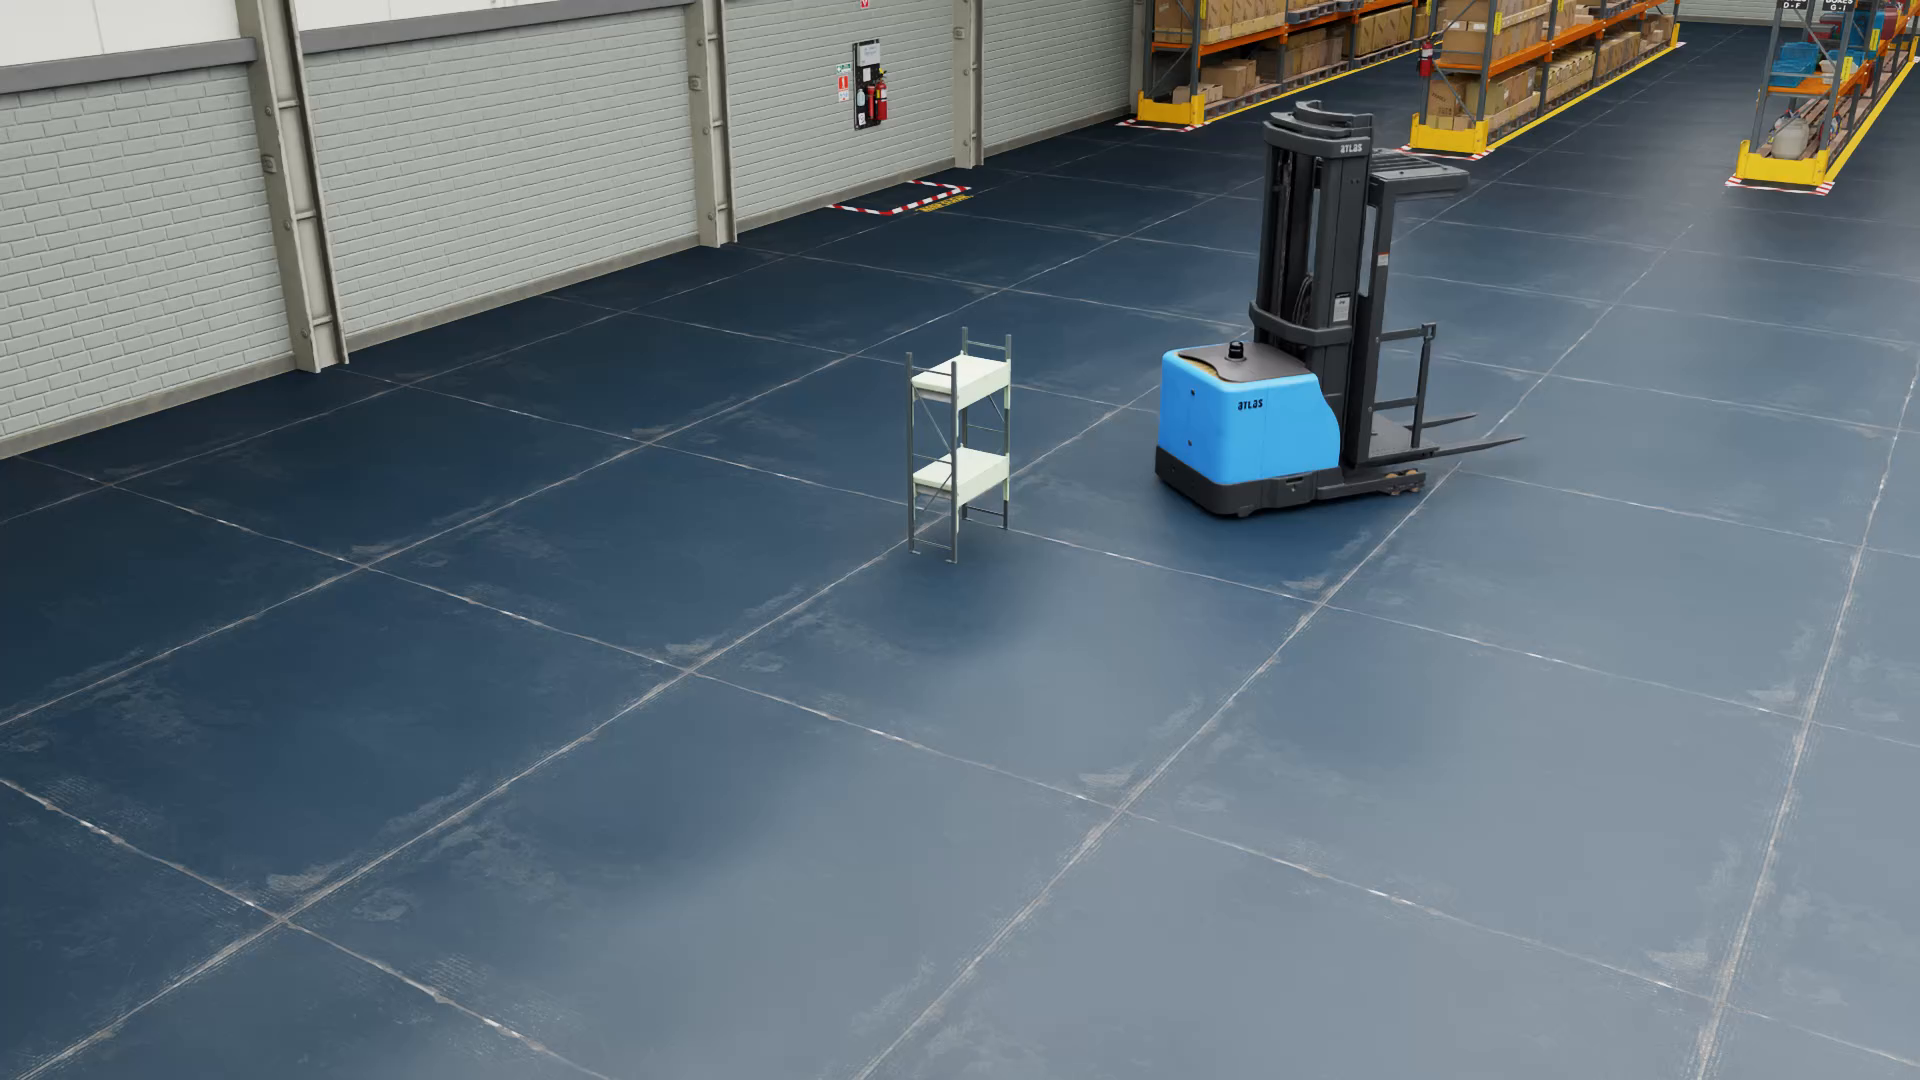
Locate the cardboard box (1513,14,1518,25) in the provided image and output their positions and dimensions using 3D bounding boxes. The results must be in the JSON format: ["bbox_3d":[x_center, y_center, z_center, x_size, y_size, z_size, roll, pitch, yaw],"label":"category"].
[{"bbox_3d":[8.938,-8.562,27.310,0.380,0.149,0.250,13,27,28],"label":"cardboard box"}]

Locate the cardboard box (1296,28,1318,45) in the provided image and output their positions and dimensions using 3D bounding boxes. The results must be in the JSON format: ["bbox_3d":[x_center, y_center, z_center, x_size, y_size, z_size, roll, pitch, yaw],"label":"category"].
[{"bbox_3d":[6.924,-10.224,33.740,0.500,0.250,0.500,14,27,29],"label":"cardboard box"}]

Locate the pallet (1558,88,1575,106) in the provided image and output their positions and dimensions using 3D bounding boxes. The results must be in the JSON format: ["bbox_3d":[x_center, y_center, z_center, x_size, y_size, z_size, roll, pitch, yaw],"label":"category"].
[{"bbox_3d":[10.979,-8.436,31.472,1.003,0.211,1.213,14,27,29],"label":"pallet"}]

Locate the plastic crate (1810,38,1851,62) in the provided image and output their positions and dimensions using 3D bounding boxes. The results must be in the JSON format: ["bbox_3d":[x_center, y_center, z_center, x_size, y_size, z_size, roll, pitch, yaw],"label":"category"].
[{"bbox_3d":[13.802,-7.828,26.635,0.767,0.338,0.504,14,27,29],"label":"plastic crate"}]

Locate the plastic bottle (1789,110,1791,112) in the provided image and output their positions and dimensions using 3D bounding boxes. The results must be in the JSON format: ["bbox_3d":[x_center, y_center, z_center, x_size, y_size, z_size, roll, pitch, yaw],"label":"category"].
[{"bbox_3d":[13.646,-6.941,27.388,0.097,0.271,0.097,0,23,0],"label":"plastic bottle"}]

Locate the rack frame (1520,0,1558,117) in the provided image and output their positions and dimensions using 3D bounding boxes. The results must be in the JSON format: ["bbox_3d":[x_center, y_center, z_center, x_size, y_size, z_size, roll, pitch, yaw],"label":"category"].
[{"bbox_3d":[9.980,-9.046,29.370,1.000,3.000,0.127,14,27,29],"label":"rack frame"}]

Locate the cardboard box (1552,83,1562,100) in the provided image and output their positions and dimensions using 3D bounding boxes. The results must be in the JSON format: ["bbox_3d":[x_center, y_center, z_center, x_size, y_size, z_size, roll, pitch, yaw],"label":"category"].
[{"bbox_3d":[10.674,-8.233,30.425,0.500,0.250,0.500,15,27,30],"label":"cardboard box"}]

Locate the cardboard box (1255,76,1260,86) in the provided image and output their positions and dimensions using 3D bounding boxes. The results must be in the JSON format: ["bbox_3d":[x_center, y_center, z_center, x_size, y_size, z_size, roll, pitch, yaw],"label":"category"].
[{"bbox_3d":[5.513,-8.798,31.809,0.380,0.166,0.250,10,25,22],"label":"cardboard box"}]

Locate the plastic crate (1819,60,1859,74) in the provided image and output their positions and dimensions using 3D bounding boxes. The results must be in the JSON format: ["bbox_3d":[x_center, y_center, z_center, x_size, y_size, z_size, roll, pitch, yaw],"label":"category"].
[{"bbox_3d":[13.545,-7.284,25.633,0.530,0.136,0.437,14,27,29],"label":"plastic crate"}]

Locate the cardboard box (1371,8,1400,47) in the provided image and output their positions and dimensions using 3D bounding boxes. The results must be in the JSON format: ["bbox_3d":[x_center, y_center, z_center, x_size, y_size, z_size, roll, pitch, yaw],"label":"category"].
[{"bbox_3d":[9.291,-11.442,37.082,0.750,0.750,0.750,15,27,31],"label":"cardboard box"}]

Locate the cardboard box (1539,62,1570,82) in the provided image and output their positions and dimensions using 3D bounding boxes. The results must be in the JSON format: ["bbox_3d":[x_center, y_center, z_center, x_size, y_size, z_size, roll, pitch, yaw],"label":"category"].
[{"bbox_3d":[10.951,-8.664,30.715,0.500,0.311,0.500,13,27,27],"label":"cardboard box"}]

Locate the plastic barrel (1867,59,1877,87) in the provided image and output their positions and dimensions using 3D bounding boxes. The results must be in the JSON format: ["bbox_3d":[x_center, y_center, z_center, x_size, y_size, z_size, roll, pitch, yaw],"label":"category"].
[{"bbox_3d":[17.136,-8.993,31.754,0.600,0.588,0.708,14,27,29],"label":"plastic barrel"}]

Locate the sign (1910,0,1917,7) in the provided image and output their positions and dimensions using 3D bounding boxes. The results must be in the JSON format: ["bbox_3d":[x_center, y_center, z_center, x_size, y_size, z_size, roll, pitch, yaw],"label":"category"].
[{"bbox_3d":[18.873,-10.718,32.884,0.100,0.325,0.005,14,27,29],"label":"sign"}]

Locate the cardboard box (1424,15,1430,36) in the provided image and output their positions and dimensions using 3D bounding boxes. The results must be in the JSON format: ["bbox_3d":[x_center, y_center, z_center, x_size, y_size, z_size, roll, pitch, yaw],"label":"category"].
[{"bbox_3d":[10.739,-12.228,39.339,0.700,0.500,0.500,14,27,28],"label":"cardboard box"}]

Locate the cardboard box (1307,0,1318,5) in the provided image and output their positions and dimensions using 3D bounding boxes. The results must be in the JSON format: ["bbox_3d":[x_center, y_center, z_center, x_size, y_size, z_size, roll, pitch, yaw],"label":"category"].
[{"bbox_3d":[6.689,-10.911,32.999,0.700,0.500,0.500,18,29,36],"label":"cardboard box"}]

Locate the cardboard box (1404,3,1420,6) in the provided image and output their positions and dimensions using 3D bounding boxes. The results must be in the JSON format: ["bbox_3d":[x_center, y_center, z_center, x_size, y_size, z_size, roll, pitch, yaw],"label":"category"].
[{"bbox_3d":[10.775,-12.702,39.617,0.380,0.149,0.250,14,27,29],"label":"cardboard box"}]

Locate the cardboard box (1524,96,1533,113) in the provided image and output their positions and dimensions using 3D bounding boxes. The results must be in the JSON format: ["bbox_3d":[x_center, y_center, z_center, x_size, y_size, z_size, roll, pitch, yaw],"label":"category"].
[{"bbox_3d":[9.649,-7.608,28.980,0.500,0.250,0.500,14,27,29],"label":"cardboard box"}]

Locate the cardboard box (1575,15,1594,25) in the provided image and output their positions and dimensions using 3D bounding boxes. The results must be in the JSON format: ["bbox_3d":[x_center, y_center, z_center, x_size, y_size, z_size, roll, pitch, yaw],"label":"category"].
[{"bbox_3d":[11.851,-9.919,31.704,0.380,0.149,0.250,14,27,29],"label":"cardboard box"}]

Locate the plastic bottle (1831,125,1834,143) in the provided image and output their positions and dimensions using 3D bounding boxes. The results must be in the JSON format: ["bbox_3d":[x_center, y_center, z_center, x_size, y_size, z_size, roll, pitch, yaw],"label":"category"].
[{"bbox_3d":[13.638,-6.371,26.071,0.097,0.271,0.097,0,23,0],"label":"plastic bottle"}]

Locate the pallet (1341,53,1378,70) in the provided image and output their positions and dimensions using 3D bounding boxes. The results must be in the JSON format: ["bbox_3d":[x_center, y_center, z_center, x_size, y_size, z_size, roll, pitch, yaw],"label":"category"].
[{"bbox_3d":[8.360,-10.403,36.016,1.003,0.211,1.213,14,27,29],"label":"pallet"}]

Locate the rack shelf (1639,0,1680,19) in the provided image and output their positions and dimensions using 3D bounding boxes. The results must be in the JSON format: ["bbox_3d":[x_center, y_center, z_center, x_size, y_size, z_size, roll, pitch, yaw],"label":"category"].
[{"bbox_3d":[15.255,-12.091,37.309,1.077,0.370,4.000,14,27,29],"label":"rack shelf"}]

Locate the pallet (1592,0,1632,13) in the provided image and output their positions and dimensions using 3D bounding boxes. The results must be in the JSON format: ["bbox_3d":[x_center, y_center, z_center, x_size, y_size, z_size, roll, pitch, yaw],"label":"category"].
[{"bbox_3d":[13.112,-10.965,34.045,1.003,0.211,1.213,14,27,29],"label":"pallet"}]

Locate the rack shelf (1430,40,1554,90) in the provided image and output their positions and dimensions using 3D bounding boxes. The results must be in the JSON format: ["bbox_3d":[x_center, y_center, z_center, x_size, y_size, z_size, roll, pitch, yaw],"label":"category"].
[{"bbox_3d":[8.925,-8.041,27.954,1.077,0.370,4.000,14,27,29],"label":"rack shelf"}]

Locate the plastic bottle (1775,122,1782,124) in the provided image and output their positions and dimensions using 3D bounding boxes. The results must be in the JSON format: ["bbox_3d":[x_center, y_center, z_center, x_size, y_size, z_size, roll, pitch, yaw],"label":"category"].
[{"bbox_3d":[12.902,-6.446,26.240,0.152,0.276,0.135,13,27,28],"label":"plastic bottle"}]

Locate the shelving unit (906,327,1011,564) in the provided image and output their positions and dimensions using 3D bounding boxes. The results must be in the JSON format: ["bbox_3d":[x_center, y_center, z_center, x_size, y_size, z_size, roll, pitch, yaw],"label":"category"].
[{"bbox_3d":[-0.004,-0.686,11.947,0.431,1.500,0.755,14,27,29],"label":"shelving unit"}]

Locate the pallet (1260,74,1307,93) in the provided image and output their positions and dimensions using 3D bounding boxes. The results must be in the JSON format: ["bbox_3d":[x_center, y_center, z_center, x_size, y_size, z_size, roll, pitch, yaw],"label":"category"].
[{"bbox_3d":[6.179,-9.066,32.927,1.003,0.211,1.213,14,27,29],"label":"pallet"}]

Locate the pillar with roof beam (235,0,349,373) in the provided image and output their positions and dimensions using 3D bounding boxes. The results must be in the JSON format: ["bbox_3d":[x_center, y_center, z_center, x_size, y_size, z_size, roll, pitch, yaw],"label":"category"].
[{"bbox_3d":[-2.543,-4.926,12.302,9.100,9.000,0.400,14,27,29],"label":"pillar with roof beam"}]

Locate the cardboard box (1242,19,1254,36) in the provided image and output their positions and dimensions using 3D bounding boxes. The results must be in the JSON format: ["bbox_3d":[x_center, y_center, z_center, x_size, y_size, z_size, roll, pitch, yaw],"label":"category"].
[{"bbox_3d":[4.991,-9.290,30.098,0.500,0.250,0.500,14,27,29],"label":"cardboard box"}]

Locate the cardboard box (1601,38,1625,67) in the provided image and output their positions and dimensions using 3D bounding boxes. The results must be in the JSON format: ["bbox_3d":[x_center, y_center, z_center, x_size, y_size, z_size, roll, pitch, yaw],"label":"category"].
[{"bbox_3d":[13.384,-10.068,34.323,0.500,0.500,0.500,13,27,27],"label":"cardboard box"}]

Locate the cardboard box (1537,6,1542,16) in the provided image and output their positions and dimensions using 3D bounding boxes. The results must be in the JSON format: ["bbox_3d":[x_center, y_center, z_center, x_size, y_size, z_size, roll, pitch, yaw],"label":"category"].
[{"bbox_3d":[9.751,-9.081,28.508,0.380,0.149,0.250,13,27,27],"label":"cardboard box"}]

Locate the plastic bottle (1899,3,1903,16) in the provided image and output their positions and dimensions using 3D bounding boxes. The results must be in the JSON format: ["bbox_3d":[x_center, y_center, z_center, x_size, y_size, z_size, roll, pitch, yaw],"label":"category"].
[{"bbox_3d":[18.473,-10.449,32.767,0.152,0.276,0.135,14,27,29],"label":"plastic bottle"}]

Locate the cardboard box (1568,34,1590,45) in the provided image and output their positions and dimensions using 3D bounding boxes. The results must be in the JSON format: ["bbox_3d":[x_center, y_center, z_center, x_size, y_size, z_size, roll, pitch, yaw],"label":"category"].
[{"bbox_3d":[12.410,-10.180,33.638,0.500,0.250,0.500,15,28,31],"label":"cardboard box"}]

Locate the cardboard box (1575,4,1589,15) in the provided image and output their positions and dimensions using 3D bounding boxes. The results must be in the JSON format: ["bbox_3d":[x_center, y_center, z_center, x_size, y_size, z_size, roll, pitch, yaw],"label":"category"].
[{"bbox_3d":[11.861,-10.241,32.244,0.500,0.311,0.500,16,28,32],"label":"cardboard box"}]

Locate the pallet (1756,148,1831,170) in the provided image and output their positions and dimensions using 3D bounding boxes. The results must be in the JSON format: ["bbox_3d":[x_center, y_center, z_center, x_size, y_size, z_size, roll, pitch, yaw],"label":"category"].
[{"bbox_3d":[12.510,-5.685,25.118,1.003,0.211,1.213,14,27,29],"label":"pallet"}]

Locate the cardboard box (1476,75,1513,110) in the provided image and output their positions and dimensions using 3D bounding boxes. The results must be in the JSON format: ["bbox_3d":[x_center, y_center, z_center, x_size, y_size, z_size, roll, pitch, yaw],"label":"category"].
[{"bbox_3d":[8.857,-7.446,27.663,0.500,0.500,0.500,14,27,29],"label":"cardboard box"}]

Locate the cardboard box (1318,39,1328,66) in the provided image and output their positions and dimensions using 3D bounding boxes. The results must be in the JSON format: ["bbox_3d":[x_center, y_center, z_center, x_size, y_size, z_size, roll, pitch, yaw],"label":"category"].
[{"bbox_3d":[7.174,-10.084,34.361,0.700,0.500,0.500,14,27,29],"label":"cardboard box"}]

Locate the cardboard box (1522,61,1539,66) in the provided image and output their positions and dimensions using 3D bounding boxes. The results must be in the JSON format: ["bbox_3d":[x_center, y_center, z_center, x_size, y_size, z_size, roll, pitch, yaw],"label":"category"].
[{"bbox_3d":[10.485,-8.776,30.973,0.500,0.311,0.500,14,27,29],"label":"cardboard box"}]

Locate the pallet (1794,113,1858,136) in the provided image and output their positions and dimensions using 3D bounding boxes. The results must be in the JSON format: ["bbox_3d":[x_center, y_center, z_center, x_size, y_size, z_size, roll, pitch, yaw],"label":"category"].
[{"bbox_3d":[14.568,-7.000,28.154,1.003,0.211,1.213,14,27,29],"label":"pallet"}]

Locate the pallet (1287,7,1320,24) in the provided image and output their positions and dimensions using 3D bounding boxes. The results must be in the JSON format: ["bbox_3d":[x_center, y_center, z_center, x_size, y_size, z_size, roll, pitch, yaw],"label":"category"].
[{"bbox_3d":[6.297,-10.222,32.329,1.003,0.211,1.213,14,27,29],"label":"pallet"}]

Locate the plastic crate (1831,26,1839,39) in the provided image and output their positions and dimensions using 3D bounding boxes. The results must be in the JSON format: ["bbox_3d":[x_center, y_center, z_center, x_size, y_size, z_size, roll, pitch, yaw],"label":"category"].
[{"bbox_3d":[14.504,-8.437,27.983,0.392,0.384,0.575,14,27,29],"label":"plastic crate"}]

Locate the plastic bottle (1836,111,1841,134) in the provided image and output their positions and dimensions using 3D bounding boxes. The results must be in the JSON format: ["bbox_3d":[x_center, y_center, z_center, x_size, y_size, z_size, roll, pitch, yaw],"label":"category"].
[{"bbox_3d":[14.092,-6.715,26.767,0.144,0.351,0.185,13,27,28],"label":"plastic bottle"}]

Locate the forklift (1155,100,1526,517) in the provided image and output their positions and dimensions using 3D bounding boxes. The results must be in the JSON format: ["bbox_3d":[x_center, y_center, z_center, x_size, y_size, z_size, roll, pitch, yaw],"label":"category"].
[{"bbox_3d":[3.128,-1.880,12.904,3.031,2.935,1.130,-9,25,-21],"label":"forklift"}]

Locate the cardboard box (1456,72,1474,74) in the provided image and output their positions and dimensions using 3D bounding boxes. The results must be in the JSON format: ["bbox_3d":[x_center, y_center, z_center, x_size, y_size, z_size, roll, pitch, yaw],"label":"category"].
[{"bbox_3d":[8.680,-7.723,28.303,0.500,0.500,0.500,14,27,29],"label":"cardboard box"}]

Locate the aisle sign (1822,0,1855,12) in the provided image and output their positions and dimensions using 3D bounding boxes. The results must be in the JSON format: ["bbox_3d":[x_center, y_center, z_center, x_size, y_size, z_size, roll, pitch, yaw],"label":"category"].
[{"bbox_3d":[12.288,-7.764,23.136,0.394,0.787,0.004,14,27,29],"label":"aisle sign"}]

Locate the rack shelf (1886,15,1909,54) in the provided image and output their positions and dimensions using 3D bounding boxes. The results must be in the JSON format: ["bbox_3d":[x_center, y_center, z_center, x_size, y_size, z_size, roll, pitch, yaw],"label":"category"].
[{"bbox_3d":[17.352,-9.702,31.790,1.077,0.370,4.000,14,27,29],"label":"rack shelf"}]

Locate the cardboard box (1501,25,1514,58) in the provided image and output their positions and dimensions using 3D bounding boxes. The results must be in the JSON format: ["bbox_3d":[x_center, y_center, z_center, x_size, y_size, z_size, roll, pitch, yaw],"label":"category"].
[{"bbox_3d":[8.667,-8.241,27.385,0.700,0.500,0.500,14,27,29],"label":"cardboard box"}]

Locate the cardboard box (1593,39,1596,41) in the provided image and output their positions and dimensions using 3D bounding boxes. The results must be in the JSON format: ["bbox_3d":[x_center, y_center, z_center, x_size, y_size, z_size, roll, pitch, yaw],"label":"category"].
[{"bbox_3d":[12.929,-10.169,34.556,0.500,0.500,0.500,13,26,27],"label":"cardboard box"}]

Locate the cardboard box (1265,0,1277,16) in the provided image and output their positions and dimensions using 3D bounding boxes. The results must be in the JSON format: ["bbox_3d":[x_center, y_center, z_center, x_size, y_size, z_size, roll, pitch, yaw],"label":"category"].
[{"bbox_3d":[5.525,-9.973,30.732,0.500,0.500,0.500,14,27,29],"label":"cardboard box"}]

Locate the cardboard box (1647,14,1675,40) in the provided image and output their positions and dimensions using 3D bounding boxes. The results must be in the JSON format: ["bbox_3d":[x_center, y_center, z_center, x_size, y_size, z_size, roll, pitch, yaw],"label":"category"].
[{"bbox_3d":[16.233,-11.916,38.592,0.500,0.500,0.500,14,27,29],"label":"cardboard box"}]

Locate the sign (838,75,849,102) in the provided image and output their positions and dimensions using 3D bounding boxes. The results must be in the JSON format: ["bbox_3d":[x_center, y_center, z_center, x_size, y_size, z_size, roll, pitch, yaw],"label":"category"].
[{"bbox_3d":[-1.586,-6.150,22.637,0.001,0.329,0.234,14,27,29],"label":"sign"}]

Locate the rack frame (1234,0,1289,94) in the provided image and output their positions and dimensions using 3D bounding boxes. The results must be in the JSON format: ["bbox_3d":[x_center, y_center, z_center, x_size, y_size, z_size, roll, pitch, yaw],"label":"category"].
[{"bbox_3d":[5.770,-10.083,31.765,1.000,3.000,0.127,14,27,29],"label":"rack frame"}]

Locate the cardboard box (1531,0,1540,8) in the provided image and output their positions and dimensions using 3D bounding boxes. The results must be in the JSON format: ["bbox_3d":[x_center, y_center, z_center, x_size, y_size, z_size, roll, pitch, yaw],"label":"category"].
[{"bbox_3d":[9.486,-9.365,28.349,0.700,0.500,0.500,14,27,29],"label":"cardboard box"}]
